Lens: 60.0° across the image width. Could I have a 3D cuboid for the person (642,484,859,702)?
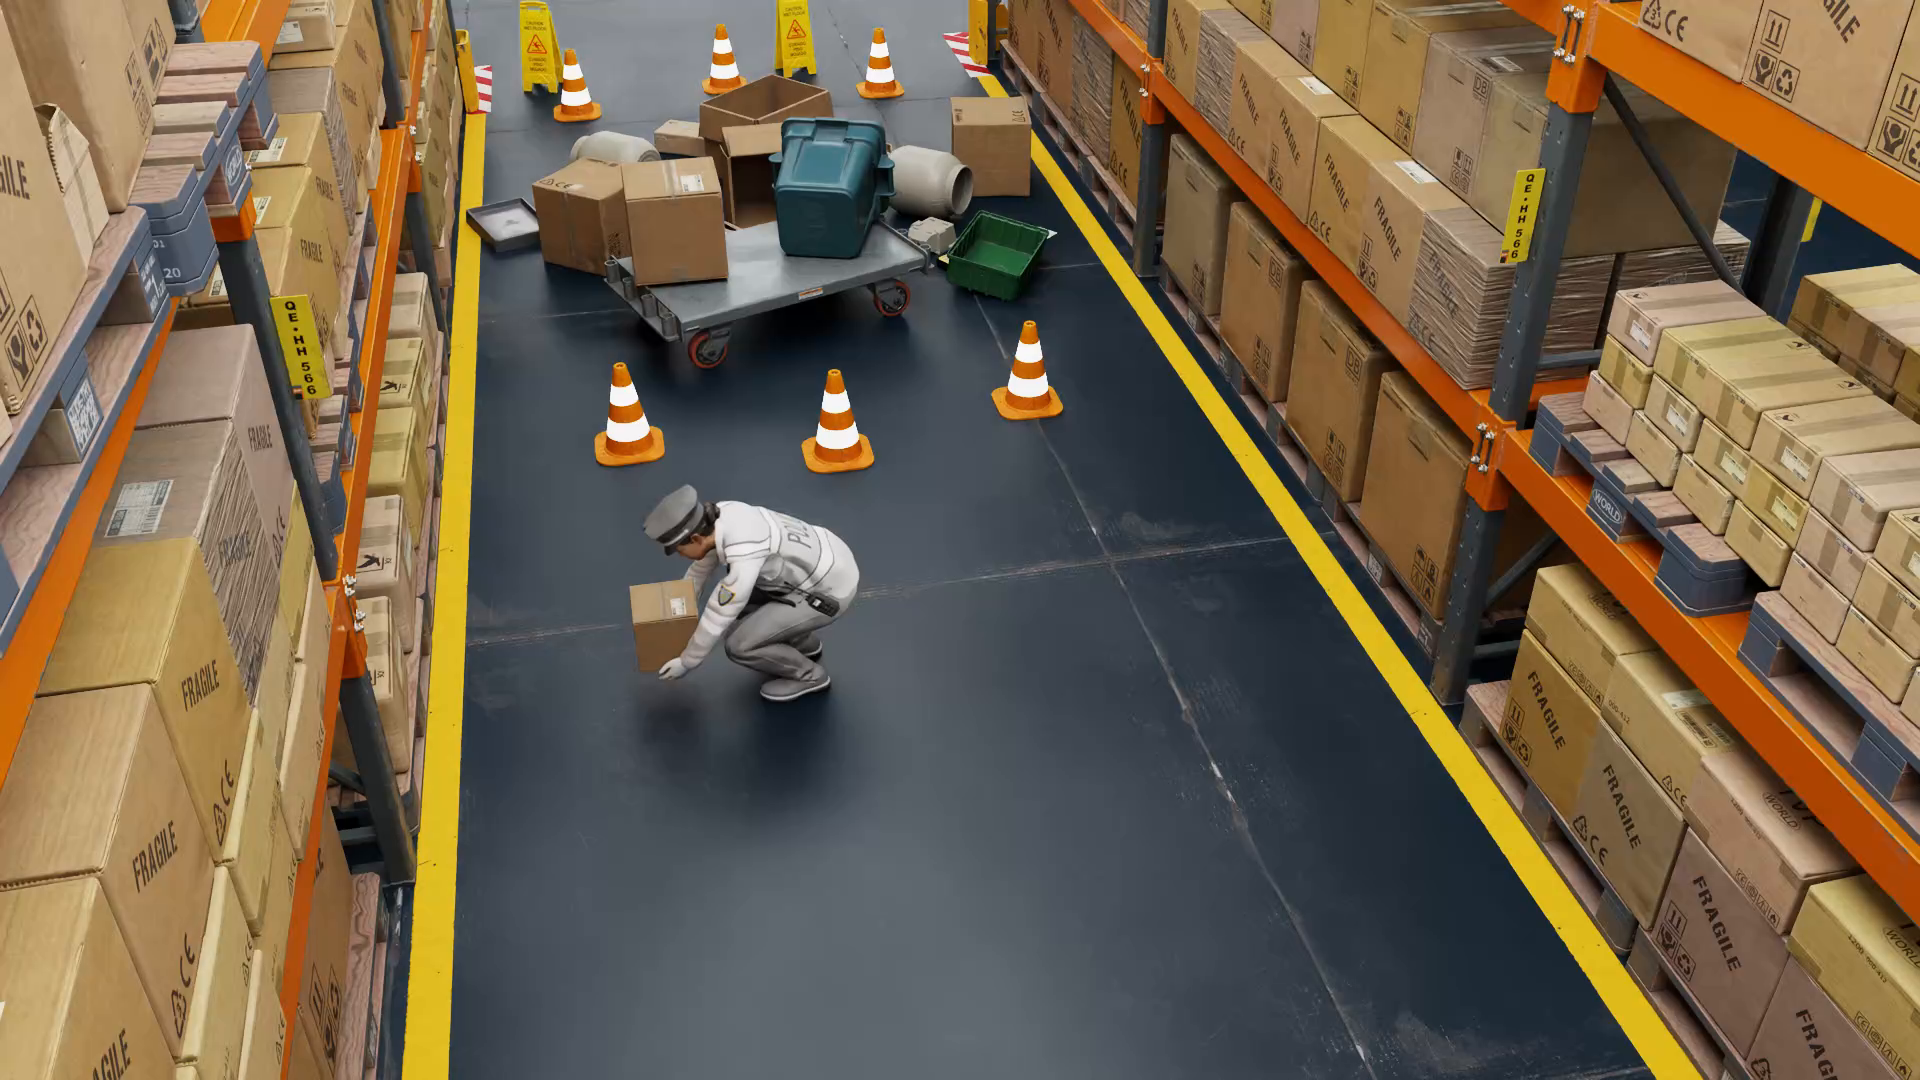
[{"bbox_3d":[-0.807,0.178,6.507,0.826,0.967,0.492,-7,35,-10],"label":"person"}]
